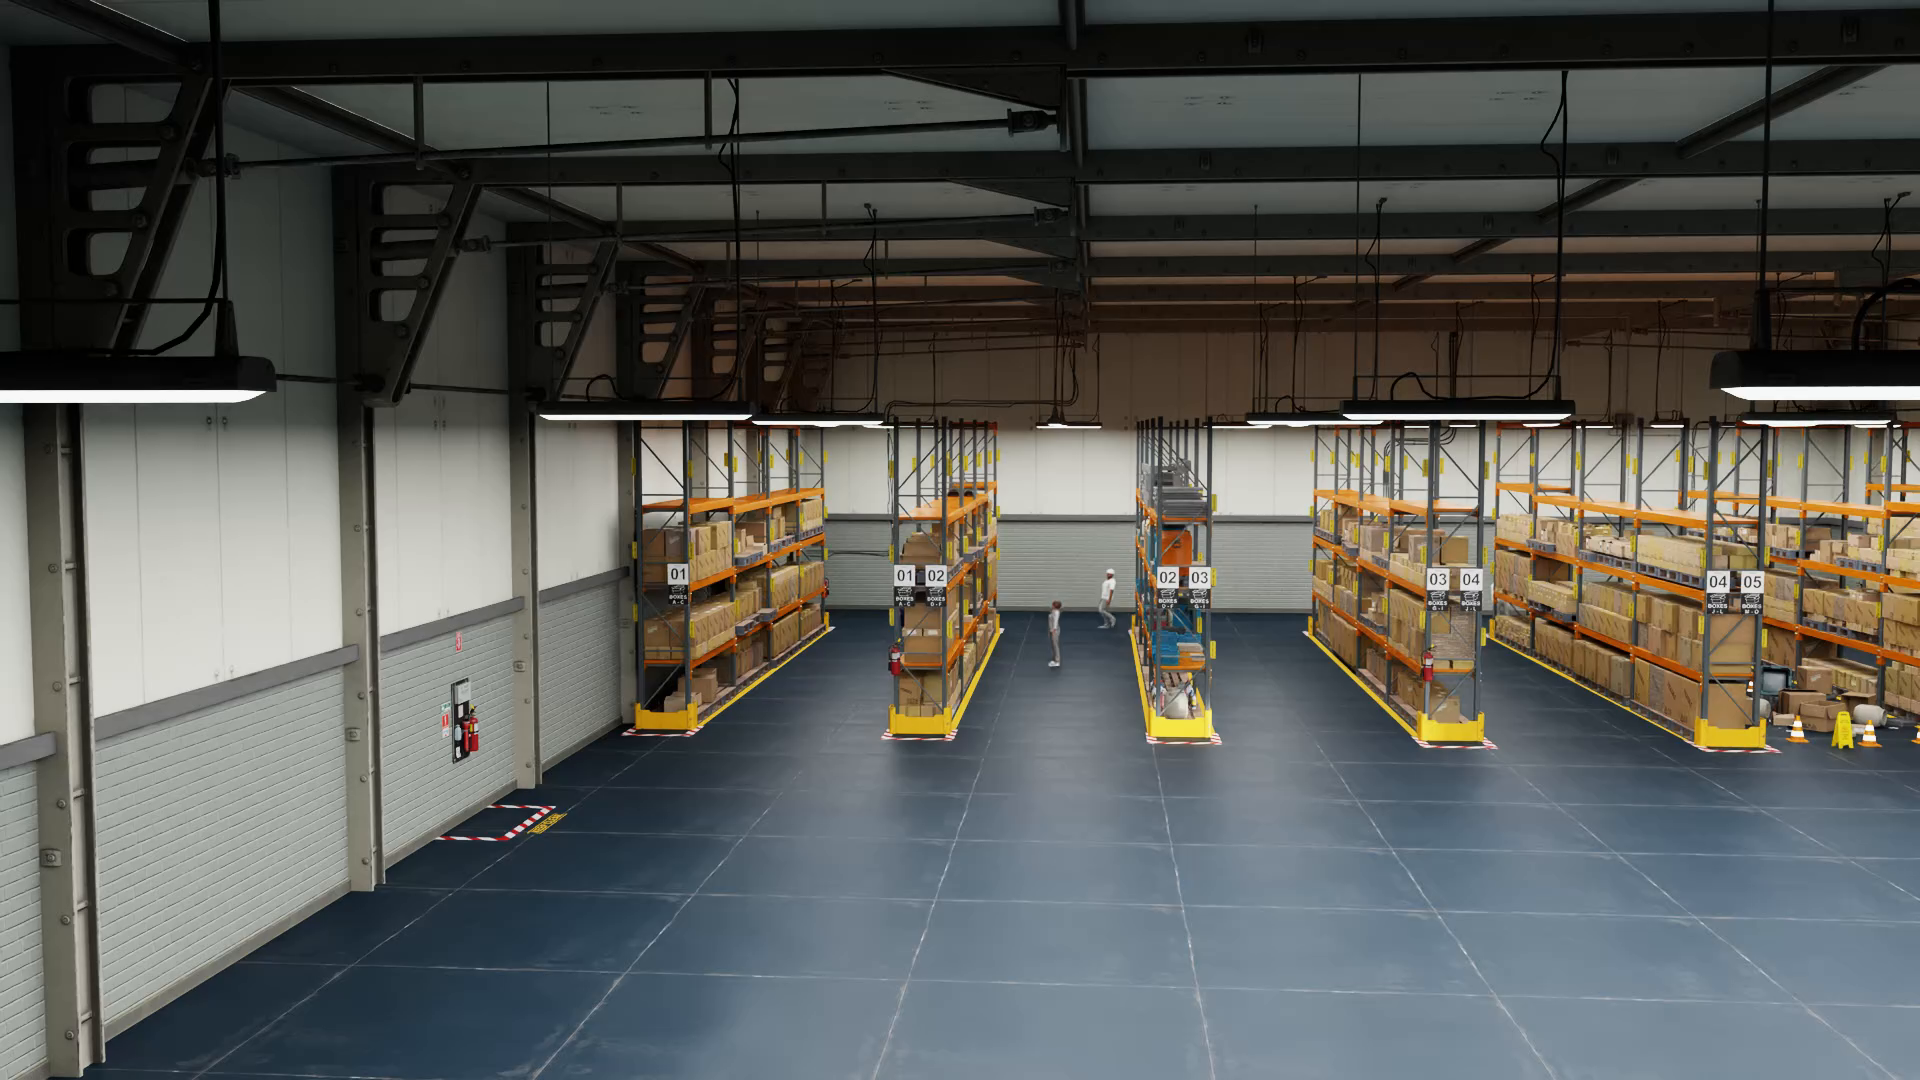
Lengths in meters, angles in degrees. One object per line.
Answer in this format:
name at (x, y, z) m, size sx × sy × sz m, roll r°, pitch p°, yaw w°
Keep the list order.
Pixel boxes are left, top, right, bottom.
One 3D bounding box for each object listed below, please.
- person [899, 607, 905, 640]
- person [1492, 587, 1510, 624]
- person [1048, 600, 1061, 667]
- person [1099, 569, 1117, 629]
person at (-1.451, 1.992, 44.349) m, size 0.487 × 1.593 × 0.928 m, roll 1°, pitch 4°, yaw 10°
person at (15.488, 1.790, 47.492) m, size 0.589 × 1.695 × 0.390 m, roll 1°, pitch 4°, yaw 19°
person at (2.275, 2.254, 40.338) m, size 0.372 × 1.596 × 0.462 m, roll -1°, pitch 4°, yaw -17°
person at (4.256, 1.703, 47.942) m, size 0.515 × 1.747 × 0.633 m, roll 0°, pitch 4°, yaw 2°
